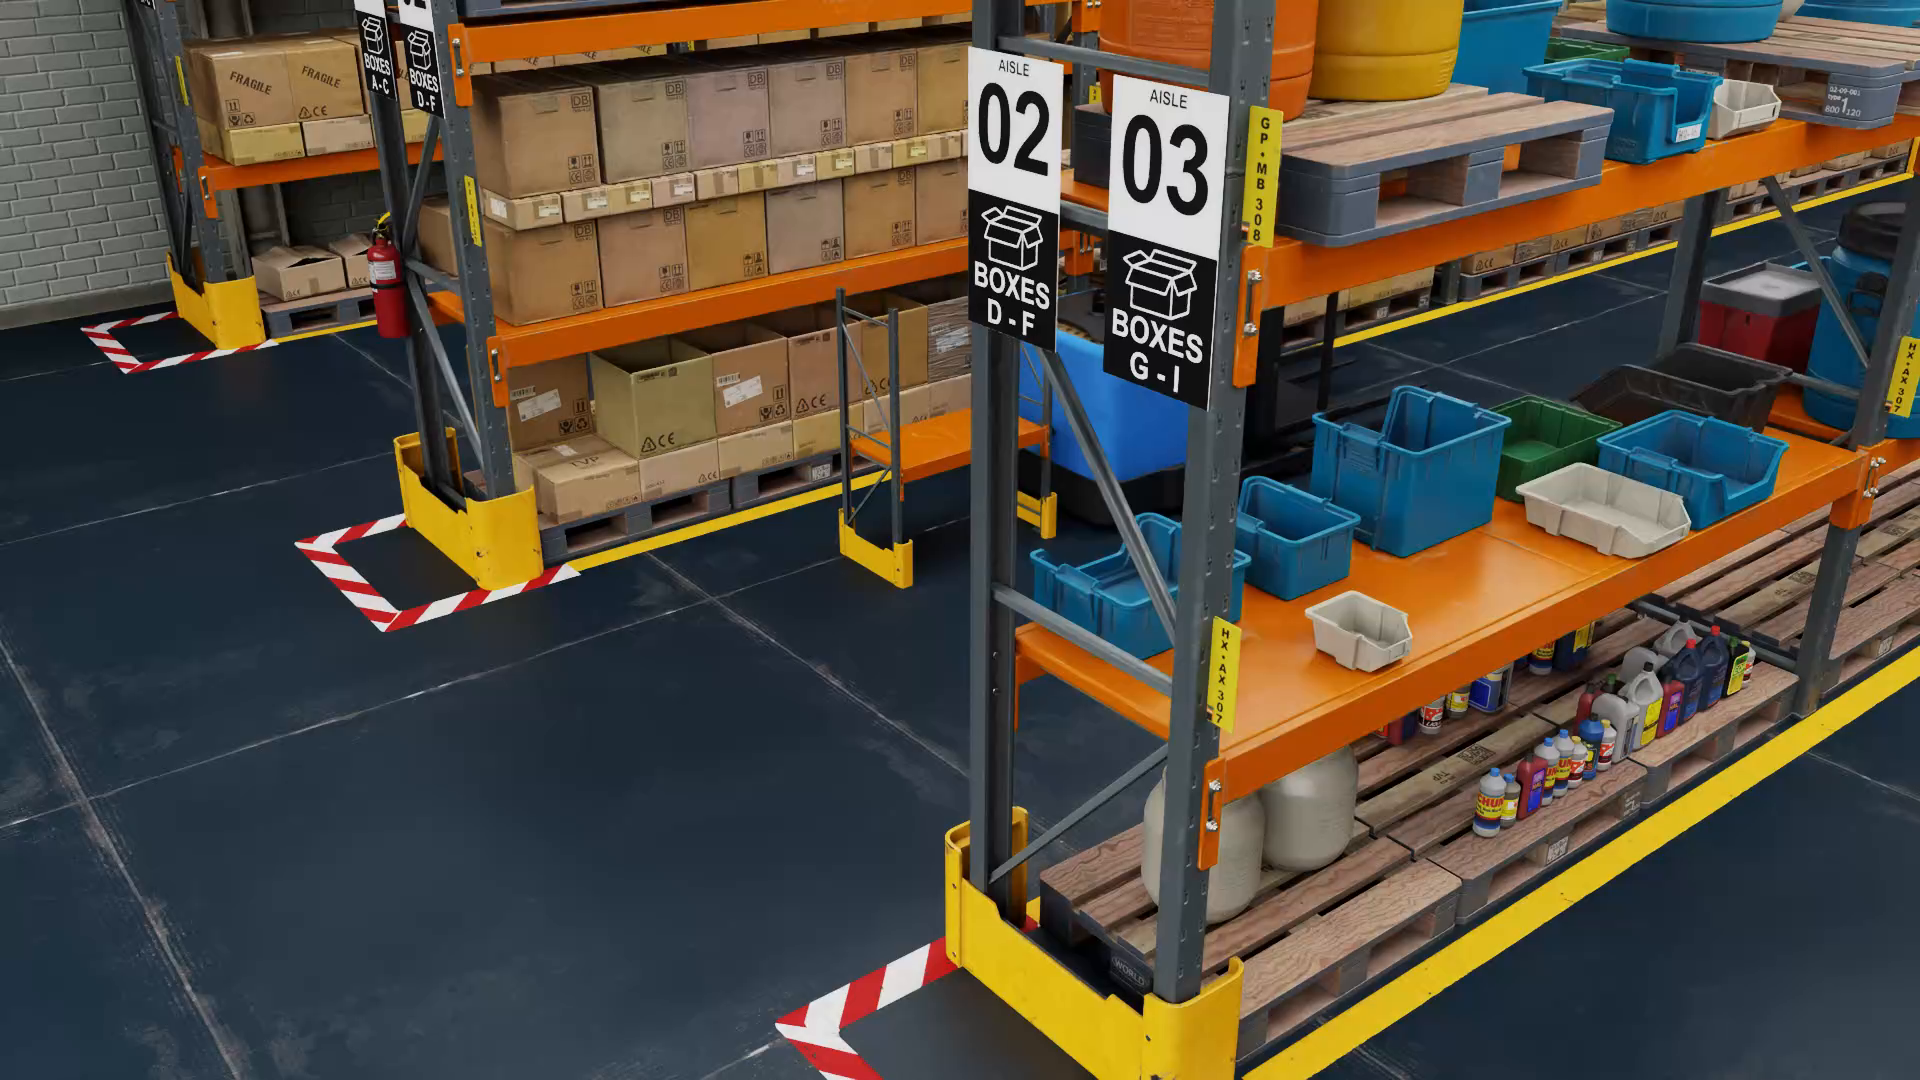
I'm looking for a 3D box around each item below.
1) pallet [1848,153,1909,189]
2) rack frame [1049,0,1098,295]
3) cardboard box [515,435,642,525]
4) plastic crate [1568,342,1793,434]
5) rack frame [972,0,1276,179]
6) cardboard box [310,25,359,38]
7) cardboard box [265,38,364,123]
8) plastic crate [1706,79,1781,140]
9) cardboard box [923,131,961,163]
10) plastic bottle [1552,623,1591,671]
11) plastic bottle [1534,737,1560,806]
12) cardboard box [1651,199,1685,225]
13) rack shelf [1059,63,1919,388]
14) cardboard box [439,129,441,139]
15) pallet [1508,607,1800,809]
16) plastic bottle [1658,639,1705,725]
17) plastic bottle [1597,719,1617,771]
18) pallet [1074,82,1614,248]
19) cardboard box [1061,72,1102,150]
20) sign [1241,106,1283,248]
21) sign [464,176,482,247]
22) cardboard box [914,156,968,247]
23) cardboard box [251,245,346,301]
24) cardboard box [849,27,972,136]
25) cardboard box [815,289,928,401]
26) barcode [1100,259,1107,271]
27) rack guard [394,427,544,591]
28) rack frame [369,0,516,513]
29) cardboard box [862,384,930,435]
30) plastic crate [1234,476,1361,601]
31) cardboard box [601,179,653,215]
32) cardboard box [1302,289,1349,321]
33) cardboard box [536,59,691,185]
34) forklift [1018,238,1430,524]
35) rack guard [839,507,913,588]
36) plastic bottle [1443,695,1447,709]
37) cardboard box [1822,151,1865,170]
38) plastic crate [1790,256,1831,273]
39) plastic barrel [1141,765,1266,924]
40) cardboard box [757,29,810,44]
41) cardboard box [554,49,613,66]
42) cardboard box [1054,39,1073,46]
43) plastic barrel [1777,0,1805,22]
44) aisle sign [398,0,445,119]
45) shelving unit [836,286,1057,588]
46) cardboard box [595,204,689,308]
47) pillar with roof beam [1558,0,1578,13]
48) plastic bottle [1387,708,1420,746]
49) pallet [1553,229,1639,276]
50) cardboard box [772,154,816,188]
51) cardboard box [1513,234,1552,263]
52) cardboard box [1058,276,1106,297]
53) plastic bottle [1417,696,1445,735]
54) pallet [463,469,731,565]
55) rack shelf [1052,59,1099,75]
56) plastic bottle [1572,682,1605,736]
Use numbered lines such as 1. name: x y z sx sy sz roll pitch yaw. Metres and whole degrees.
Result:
1. pallet: 9.237 -3.993 17.604 1.213 0.211 1.003 -18 31 -34
2. rack frame: 0.481 -2.368 10.790 0.127 3.000 1.000 -18 31 -34
3. cardboard box: -2.108 -0.338 9.183 0.500 0.250 0.500 -18 31 -34
4. plastic crate: 3.044 -0.605 7.063 0.504 0.338 0.767 -18 31 -34
5. rack frame: 0.387 -2.409 3.750 0.127 3.000 1.000 -18 31 -34
6. cardboard box: -4.680 -3.707 12.937 0.500 0.500 0.500 -19 31 -35
7. cardboard box: -4.770 -3.400 12.277 0.500 0.500 0.500 -18 30 -34
8. plastic crate: 2.521 -1.417 5.489 0.396 0.136 0.243 -18 31 -34
9. cardboard box: -0.207 -2.365 9.894 0.250 0.149 0.380 -18 31 -34
10. plastic bottle: 2.732 0.395 7.459 0.185 0.351 0.144 -18 31 -34
11. plastic bottle: 2.275 0.894 6.479 0.097 0.271 0.097 0 25 0
12. cardboard box: 6.170 -3.163 14.950 0.500 0.500 0.500 -18 30 -34
13. rack shelf: 1.960 -1.241 5.653 4.000 0.370 1.077 -18 31 -34
14. cardboard box: -3.943 -3.333 13.022 0.500 0.250 0.500 -18 30 -34
15. pallet: 2.980 0.699 7.493 1.213 0.211 1.003 -18 31 -34
16. plastic bottle: 3.054 0.588 7.044 0.185 0.351 0.144 -20 32 -37
17. plastic bottle: 2.594 0.820 6.721 0.097 0.201 0.097 0 25 0
18. pallet: 1.098 -1.145 4.815 1.213 0.211 1.003 -18 31 -34
19. cardboard box: 1.228 -4.410 17.245 0.750 0.750 0.750 -19 31 -35
20. sign: 0.723 -0.869 3.985 0.005 0.325 0.100 -18 31 -34
21. sign: -2.329 -1.573 7.953 0.005 0.325 0.100 -18 31 -34
22. cardboard box: -0.276 -2.157 10.216 0.500 0.500 0.700 -19 31 -35
23. cardboard box: -5.127 -2.099 12.881 0.500 0.311 0.500 -23 33 -40
24. cardboard box: -0.261 -2.753 9.959 0.500 0.500 0.700 -18 31 -34
25. cardboard box: -0.541 -1.202 10.153 0.500 0.500 0.500 -18 31 -34
26. barcode: 0.938 -1.798 10.867 0.075 0.075 0.001 -18 31 -34
27. rack guard: -2.686 -0.189 9.064 0.348 0.500 1.175 -18 31 -34
28. rack frame: -2.667 -1.329 8.551 0.127 3.000 1.000 -18 31 -34
29. cardboard box: -0.533 -0.857 10.302 0.500 0.250 0.500 -18 31 -34
30. plastic crate: 1.110 -0.016 5.898 0.408 0.251 0.499 -18 31 -34
31. cardboard box: -1.822 -1.833 8.748 0.250 0.149 0.380 -18 30 -34
32. cardboard box: 2.564 -1.869 12.480 0.500 0.250 0.500 -17 30 -33
33. cardboard box: -1.840 -2.232 8.837 0.500 0.500 0.700 -19 31 -35
34. forklift: 1.690 -1.893 9.847 3.031 2.935 1.130 -18 30 -33
35. rack guard: -0.452 0.036 8.876 0.087 0.250 0.587 -18 31 -34
36. plastic bottle: 2.014 0.555 7.114 0.185 0.351 0.144 -17 30 -32
37. cardboard box: 8.882 -3.978 17.002 0.500 0.250 0.500 -18 31 -34
38. plastic crate: 4.210 -1.109 8.095 0.575 0.384 0.392 -18 31 -34
39. plastic barrel: 0.857 1.054 5.872 0.421 0.512 0.421 0 25 0
40. cardboard box: -1.713 -4.517 14.778 0.500 0.500 0.700 -15 29 -29
41. cardboard box: -3.149 -3.933 13.425 0.500 0.500 0.500 -18 31 -34
42. cardboard box: 0.971 -4.951 16.630 0.250 0.149 0.380 -19 31 -35
43. plastic barrel: 3.074 -2.282 6.408 0.421 0.512 0.421 0 25 0
44. aisle sign: -2.530 -2.390 7.748 0.004 0.787 0.394 -18 31 -34
45. shelving unit: -0.060 -0.661 8.892 1.083 1.500 0.587 -18 31 -34
46. cardboard box: -1.881 -1.630 9.080 0.500 0.500 0.700 -17 30 -33
47. pillar with roof beam: 11.111 -9.409 18.833 0.400 9.000 9.100 -18 31 -34
48. plastic bottle: 1.843 0.702 6.879 0.133 0.283 0.061 -18 31 -34
49. pallet: 5.199 -2.639 14.686 1.213 0.211 1.003 -18 31 -34
50. cardboard box: -1.015 -2.099 9.319 0.250 0.149 0.380 -18 30 -34
51. cardboard box: 4.571 -2.635 13.810 0.500 0.500 0.500 -20 31 -36
52. cardboard box: 0.960 -1.591 11.216 0.500 0.311 0.500 -18 30 -34
53. plastic bottle: 1.977 0.704 6.971 0.097 0.201 0.097 0 25 0
54. pallet: -2.091 -0.277 9.596 1.213 0.211 1.003 -18 31 -34
55. rack shelf: 2.143 -5.241 17.834 4.000 0.370 1.077 -18 31 -34
56. plastic bottle: 2.604 0.708 6.865 0.133 0.283 0.061 -18 31 -34
